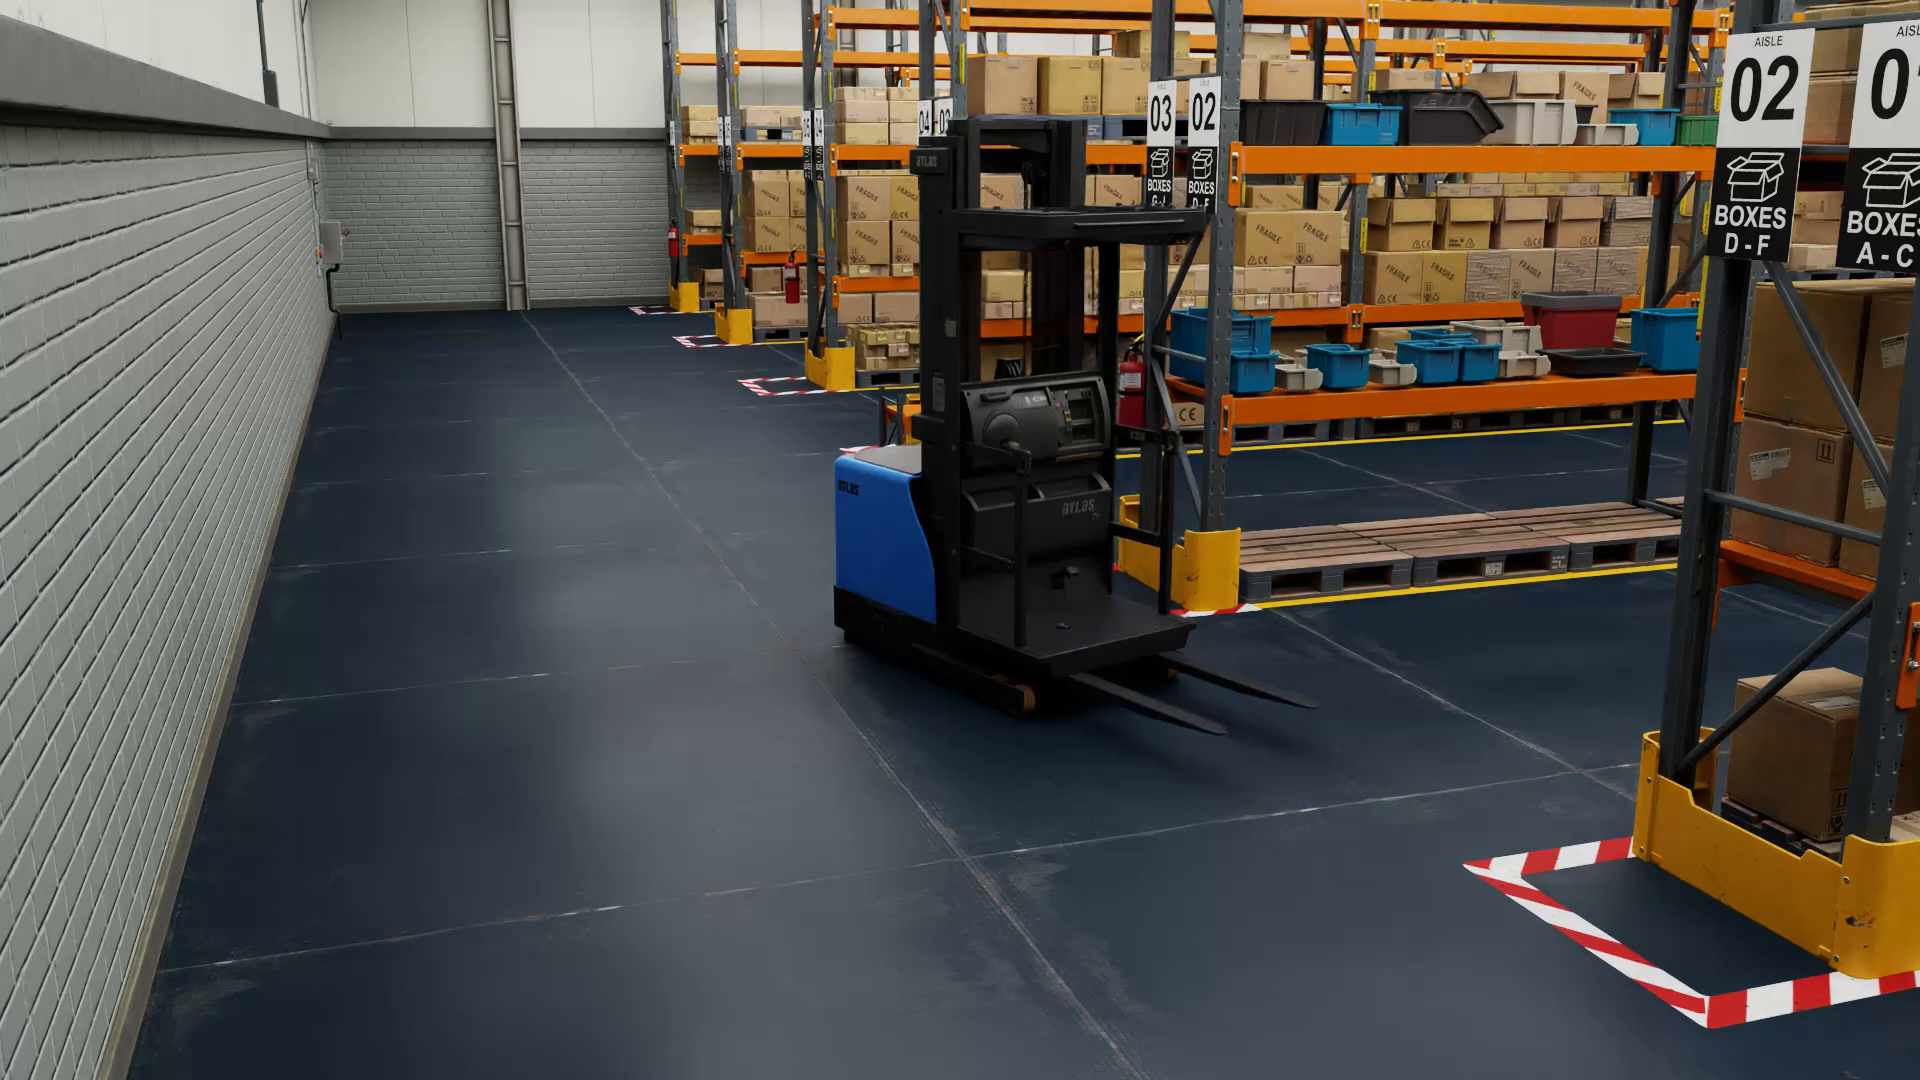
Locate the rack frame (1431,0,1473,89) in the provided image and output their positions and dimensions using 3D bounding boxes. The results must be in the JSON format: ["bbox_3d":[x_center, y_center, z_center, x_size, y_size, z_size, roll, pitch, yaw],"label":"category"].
[{"bbox_3d":[8.057,-8.221,27.256,0.127,3.000,1.000,-4,14,-18],"label":"rack frame"}]

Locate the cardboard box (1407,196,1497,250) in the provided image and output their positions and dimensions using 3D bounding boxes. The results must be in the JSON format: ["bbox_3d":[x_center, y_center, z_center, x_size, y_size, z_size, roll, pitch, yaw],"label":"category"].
[{"bbox_3d":[4.892,-3.172,16.611,0.637,0.503,0.797,-4,14,-17],"label":"cardboard box"}]

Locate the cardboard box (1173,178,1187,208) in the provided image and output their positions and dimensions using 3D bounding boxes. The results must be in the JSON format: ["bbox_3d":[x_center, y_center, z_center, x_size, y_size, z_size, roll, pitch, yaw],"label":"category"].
[{"bbox_3d":[3.375,-5.407,26.014,0.500,0.500,0.500,-4,14,-17],"label":"cardboard box"}]

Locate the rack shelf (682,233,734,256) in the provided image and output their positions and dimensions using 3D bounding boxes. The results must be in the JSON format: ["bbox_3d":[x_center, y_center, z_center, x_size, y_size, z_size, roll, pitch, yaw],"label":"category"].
[{"bbox_3d":[-3.008,-5.302,29.507,4.000,0.370,1.077,-4,14,-18],"label":"rack shelf"}]

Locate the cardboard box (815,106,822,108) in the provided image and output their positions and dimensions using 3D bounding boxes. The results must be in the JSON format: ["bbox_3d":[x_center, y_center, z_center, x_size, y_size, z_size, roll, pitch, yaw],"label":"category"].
[{"bbox_3d":[-2.475,-7.409,28.928,0.500,0.250,0.500,-4,14,-17],"label":"cardboard box"}]

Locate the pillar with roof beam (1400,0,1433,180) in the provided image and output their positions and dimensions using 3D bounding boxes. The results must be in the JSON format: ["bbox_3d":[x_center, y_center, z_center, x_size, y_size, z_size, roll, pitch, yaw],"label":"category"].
[{"bbox_3d":[10.687,-8.806,29.719,0.400,9.000,9.100,-4,14,-18],"label":"pillar with roof beam"}]

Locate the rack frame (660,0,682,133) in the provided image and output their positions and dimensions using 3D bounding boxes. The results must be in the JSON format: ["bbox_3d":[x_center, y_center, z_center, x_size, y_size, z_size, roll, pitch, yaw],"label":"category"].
[{"bbox_3d":[-4.903,-8.423,28.109,0.127,3.000,1.000,-4,14,-18],"label":"rack frame"}]

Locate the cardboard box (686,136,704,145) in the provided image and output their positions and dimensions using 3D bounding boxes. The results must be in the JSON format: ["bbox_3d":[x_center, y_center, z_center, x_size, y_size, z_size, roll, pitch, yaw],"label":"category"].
[{"bbox_3d":[-4.527,-6.814,28.369,0.250,0.149,0.380,-4,14,-17],"label":"cardboard box"}]

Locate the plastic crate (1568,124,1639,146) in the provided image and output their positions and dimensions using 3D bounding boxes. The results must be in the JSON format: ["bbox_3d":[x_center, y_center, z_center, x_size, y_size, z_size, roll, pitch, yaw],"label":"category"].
[{"bbox_3d":[4.131,-2.605,10.702,0.466,0.136,0.293,-4,14,-18],"label":"plastic crate"}]

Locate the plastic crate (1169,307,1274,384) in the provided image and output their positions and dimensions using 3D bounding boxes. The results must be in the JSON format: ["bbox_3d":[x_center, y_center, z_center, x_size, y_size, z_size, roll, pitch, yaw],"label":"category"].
[{"bbox_3d":[1.681,-1.269,10.788,0.499,0.435,0.616,-4,14,-18],"label":"plastic crate"}]

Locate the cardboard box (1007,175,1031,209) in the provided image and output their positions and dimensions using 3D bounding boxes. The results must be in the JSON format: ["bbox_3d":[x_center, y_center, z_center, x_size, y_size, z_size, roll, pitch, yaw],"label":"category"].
[{"bbox_3d":[0.812,-4.145,20.068,0.500,0.500,0.500,-4,14,-17],"label":"cardboard box"}]

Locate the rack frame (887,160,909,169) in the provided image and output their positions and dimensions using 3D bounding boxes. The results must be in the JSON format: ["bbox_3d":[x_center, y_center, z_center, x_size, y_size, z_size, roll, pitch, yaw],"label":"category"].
[{"bbox_3d":[-1.112,-5.800,30.044,0.127,3.000,1.000,-4,14,-18],"label":"rack frame"}]

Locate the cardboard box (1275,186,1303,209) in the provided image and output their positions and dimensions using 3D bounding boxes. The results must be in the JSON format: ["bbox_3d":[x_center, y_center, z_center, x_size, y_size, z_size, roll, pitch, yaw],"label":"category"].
[{"bbox_3d":[5.257,-5.427,26.709,0.500,0.500,0.500,-4,14,-15],"label":"cardboard box"}]

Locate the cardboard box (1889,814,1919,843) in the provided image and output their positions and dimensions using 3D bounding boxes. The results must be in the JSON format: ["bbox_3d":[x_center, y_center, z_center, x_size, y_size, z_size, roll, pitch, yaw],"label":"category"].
[{"bbox_3d":[3.506,1.148,6.046,0.250,0.149,0.380,-4,14,-18],"label":"cardboard box"}]

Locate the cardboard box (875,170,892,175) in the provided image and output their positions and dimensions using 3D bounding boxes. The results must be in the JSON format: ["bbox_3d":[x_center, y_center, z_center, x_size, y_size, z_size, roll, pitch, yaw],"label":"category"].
[{"bbox_3d":[-1.176,-5.368,24.448,0.250,0.149,0.380,-4,14,-18],"label":"cardboard box"}]

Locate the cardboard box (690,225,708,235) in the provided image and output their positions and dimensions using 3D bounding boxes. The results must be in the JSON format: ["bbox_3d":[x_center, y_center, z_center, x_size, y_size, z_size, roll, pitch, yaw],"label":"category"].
[{"bbox_3d":[-4.504,-5.347,28.681,0.250,0.149,0.380,-5,14,-18],"label":"cardboard box"}]

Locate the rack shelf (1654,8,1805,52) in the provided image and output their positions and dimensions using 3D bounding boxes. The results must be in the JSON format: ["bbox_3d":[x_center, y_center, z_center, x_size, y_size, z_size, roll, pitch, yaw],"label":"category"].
[{"bbox_3d":[9.322,-5.355,17.628,4.000,0.370,1.077,-4,14,-18],"label":"rack shelf"}]

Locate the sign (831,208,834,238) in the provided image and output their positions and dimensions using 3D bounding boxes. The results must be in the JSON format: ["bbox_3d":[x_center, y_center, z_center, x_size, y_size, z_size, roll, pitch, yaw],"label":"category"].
[{"bbox_3d":[-1.469,-3.640,19.094,0.005,0.325,0.100,-4,14,-18],"label":"sign"}]

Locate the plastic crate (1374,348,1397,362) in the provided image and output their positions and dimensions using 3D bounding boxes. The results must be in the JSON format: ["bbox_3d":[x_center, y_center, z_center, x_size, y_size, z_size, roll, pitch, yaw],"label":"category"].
[{"bbox_3d":[2.949,-1.227,11.261,0.250,0.136,0.298,-4,14,-18],"label":"plastic crate"}]

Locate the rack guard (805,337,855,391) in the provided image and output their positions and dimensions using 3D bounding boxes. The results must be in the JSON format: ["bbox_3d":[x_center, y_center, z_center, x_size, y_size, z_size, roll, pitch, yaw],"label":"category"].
[{"bbox_3d":[-1.570,-2.128,20.007,0.348,0.500,1.175,-4,14,-18],"label":"rack guard"}]

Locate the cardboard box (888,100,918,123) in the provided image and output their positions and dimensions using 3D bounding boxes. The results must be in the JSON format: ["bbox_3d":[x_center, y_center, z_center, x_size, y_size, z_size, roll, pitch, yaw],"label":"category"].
[{"bbox_3d":[-0.649,-4.982,19.366,0.500,0.250,0.500,-5,14,-19],"label":"cardboard box"}]

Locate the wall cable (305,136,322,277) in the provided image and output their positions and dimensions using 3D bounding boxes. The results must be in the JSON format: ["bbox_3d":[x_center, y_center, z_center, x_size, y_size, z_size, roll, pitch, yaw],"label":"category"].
[{"bbox_3d":[-8.654,-4.505,22.335,0.123,1.953,0.585,-4,14,-18],"label":"wall cable"}]

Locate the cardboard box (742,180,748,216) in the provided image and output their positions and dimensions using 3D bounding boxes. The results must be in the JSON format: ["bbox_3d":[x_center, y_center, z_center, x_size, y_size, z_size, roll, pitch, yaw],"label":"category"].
[{"bbox_3d":[-2.936,-5.039,24.469,0.500,0.500,0.500,-4,14,-16],"label":"cardboard box"}]

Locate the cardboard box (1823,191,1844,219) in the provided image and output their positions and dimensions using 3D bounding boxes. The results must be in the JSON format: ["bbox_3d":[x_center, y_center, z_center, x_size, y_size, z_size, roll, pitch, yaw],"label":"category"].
[{"bbox_3d":[10.420,-3.597,18.578,1.000,1.000,1.000,-4,14,-18],"label":"cardboard box"}]

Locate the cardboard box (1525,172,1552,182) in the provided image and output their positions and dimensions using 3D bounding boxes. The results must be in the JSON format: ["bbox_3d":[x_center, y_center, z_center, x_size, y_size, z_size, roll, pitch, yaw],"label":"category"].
[{"bbox_3d":[9.518,-6.031,27.995,0.500,0.500,0.700,-5,14,-19],"label":"cardboard box"}]

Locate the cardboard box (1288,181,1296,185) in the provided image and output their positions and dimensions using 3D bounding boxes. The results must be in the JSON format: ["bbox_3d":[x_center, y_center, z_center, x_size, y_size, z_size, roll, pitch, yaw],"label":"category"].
[{"bbox_3d":[6.676,-6.989,32.783,0.250,0.149,0.380,-4,14,-18],"label":"cardboard box"}]

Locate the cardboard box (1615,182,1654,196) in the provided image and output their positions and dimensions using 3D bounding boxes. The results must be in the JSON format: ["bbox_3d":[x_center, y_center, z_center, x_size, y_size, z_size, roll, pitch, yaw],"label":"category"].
[{"bbox_3d":[9.262,-4.721,23.131,0.500,0.500,0.700,-5,14,-19],"label":"cardboard box"}]

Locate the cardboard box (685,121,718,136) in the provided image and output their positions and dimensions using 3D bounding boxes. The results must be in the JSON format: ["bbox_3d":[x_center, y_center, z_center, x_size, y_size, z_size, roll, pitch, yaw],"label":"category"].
[{"bbox_3d":[-4.396,-7.008,28.324,0.500,0.250,0.500,-5,14,-19],"label":"cardboard box"}]

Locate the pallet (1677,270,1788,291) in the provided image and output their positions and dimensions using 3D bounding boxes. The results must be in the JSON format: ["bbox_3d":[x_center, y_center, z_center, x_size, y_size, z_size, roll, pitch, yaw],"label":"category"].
[{"bbox_3d":[8.068,-2.816,17.913,1.003,0.211,1.213,-4,14,-18],"label":"pallet"}]

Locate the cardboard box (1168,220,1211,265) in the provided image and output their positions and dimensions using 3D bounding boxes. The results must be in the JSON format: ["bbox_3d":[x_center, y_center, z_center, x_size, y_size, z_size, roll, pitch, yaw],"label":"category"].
[{"bbox_3d":[2.139,-2.921,16.003,0.500,0.500,0.500,-5,14,-20],"label":"cardboard box"}]

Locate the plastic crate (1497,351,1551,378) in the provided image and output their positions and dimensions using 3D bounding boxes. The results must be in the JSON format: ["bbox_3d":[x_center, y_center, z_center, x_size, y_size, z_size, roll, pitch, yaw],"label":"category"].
[{"bbox_3d":[3.660,-1.158,10.970,0.466,0.136,0.293,-4,14,-18],"label":"plastic crate"}]

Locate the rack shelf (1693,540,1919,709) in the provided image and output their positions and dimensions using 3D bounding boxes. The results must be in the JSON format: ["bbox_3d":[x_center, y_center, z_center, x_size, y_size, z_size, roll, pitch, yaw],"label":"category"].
[{"bbox_3d":[4.895,0.133,6.658,4.000,0.370,1.077,-4,14,-18],"label":"rack shelf"}]

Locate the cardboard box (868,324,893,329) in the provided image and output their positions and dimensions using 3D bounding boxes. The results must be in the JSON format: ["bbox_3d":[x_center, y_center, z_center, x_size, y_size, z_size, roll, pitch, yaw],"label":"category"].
[{"bbox_3d":[-0.965,-2.545,20.330,0.250,0.149,0.380,-4,14,-17],"label":"cardboard box"}]

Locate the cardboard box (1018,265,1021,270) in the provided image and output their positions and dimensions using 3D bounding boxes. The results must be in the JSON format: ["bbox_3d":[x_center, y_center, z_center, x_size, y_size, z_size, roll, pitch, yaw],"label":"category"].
[{"bbox_3d":[0.700,-2.446,15.624,0.500,0.250,0.500,-5,14,-19],"label":"cardboard box"}]

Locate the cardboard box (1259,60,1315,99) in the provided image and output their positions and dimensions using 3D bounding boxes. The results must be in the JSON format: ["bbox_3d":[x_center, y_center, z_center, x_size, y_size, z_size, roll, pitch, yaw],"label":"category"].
[{"bbox_3d":[2.912,-4.228,15.614,0.500,0.500,0.700,-5,14,-21],"label":"cardboard box"}]

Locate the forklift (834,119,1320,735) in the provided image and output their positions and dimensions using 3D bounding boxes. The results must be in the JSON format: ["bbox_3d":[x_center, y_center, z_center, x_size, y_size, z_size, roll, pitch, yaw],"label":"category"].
[{"bbox_3d":[0.541,-0.661,8.587,1.130,2.935,3.031,-10,16,-35],"label":"forklift"}]

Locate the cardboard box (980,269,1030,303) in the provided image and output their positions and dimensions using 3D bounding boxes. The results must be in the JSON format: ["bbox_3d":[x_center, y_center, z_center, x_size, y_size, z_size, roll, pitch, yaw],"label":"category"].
[{"bbox_3d":[0.385,-2.291,14.973,0.500,0.250,0.500,-5,14,-20],"label":"cardboard box"}]

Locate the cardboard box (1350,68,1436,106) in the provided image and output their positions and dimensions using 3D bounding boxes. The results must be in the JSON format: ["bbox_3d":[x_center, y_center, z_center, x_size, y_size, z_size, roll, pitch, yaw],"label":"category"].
[{"bbox_3d":[4.181,-4.295,16.113,0.500,0.500,0.700,-4,14,-17],"label":"cardboard box"}]

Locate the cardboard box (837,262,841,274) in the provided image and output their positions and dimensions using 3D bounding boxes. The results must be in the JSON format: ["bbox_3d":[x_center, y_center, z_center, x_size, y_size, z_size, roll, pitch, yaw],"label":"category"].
[{"bbox_3d":[-1.423,-3.302,20.085,0.250,0.149,0.380,-4,14,-18],"label":"cardboard box"}]

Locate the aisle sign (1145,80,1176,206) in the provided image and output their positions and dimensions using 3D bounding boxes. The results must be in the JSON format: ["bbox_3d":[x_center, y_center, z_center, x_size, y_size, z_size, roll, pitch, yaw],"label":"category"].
[{"bbox_3d":[1.262,-2.480,10.470,0.004,0.787,0.394,-4,14,-18],"label":"aisle sign"}]

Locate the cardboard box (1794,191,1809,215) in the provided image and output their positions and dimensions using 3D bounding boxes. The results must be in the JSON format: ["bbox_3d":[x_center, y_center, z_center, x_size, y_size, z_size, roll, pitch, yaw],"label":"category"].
[{"bbox_3d":[11.631,-4.958,23.849,0.500,0.550,0.875,-4,14,-18],"label":"cardboard box"}]

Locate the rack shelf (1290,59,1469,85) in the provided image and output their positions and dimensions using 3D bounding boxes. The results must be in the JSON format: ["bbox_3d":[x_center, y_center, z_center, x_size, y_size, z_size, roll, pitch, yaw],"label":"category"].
[{"bbox_3d":[6.161,-7.528,26.765,4.000,0.370,1.077,-4,14,-18],"label":"rack shelf"}]

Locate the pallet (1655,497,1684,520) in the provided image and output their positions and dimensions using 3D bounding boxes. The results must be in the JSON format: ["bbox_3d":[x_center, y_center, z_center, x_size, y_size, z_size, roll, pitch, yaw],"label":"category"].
[{"bbox_3d":[5.959,-0.143,12.288,1.213,0.211,1.003,-4,14,-18],"label":"pallet"}]

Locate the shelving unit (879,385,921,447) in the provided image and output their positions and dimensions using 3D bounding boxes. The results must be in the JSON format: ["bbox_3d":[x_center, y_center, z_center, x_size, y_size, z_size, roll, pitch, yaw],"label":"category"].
[{"bbox_3d":[-0.006,-0.547,12.011,1.048,1.125,0.538,-4,14,-18],"label":"shelving unit"}]

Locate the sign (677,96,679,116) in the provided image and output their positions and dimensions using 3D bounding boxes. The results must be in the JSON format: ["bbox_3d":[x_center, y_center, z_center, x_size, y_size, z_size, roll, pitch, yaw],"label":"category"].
[{"bbox_3d":[-4.730,-7.270,27.854,0.005,0.325,0.100,-4,14,-18],"label":"sign"}]

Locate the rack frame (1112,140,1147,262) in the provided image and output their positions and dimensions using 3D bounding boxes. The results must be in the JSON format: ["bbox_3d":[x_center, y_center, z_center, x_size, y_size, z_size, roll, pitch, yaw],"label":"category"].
[{"bbox_3d":[2.149,-3.633,20.935,0.127,3.000,1.000,-4,14,-18],"label":"rack frame"}]

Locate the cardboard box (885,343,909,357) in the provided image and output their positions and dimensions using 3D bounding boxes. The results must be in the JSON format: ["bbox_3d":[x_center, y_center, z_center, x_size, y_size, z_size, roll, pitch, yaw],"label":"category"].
[{"bbox_3d":[-0.786,-2.290,19.900,0.250,0.149,0.380,-5,14,-18],"label":"cardboard box"}]

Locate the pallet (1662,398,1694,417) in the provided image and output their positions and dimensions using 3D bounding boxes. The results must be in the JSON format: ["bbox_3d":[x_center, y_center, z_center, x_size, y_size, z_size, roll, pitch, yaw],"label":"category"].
[{"bbox_3d":[8.167,-1.534,18.136,1.213,0.211,1.003,-4,14,-18],"label":"pallet"}]

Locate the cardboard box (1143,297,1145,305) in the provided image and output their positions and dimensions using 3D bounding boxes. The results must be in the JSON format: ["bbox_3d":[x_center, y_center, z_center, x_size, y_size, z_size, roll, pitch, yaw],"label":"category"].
[{"bbox_3d":[1.743,-2.188,15.403,0.250,0.149,0.380,-5,14,-19],"label":"cardboard box"}]

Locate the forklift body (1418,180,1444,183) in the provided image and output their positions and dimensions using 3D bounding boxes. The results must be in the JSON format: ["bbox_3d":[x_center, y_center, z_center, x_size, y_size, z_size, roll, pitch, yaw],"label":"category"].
[{"bbox_3d":[9.046,-5.733,31.595,1.214,2.155,2.313,-4,14,-18],"label":"forklift body"}]

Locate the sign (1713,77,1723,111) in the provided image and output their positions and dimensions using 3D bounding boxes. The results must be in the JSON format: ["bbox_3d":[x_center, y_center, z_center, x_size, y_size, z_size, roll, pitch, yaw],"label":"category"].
[{"bbox_3d":[7.595,-4.460,16.642,0.005,0.325,0.100,-4,14,-18],"label":"sign"}]

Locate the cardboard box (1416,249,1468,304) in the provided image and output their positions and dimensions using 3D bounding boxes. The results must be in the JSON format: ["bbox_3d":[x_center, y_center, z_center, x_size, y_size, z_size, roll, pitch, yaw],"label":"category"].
[{"bbox_3d":[4.627,-2.603,16.388,0.500,0.500,0.500,-4,14,-18],"label":"cardboard box"}]
